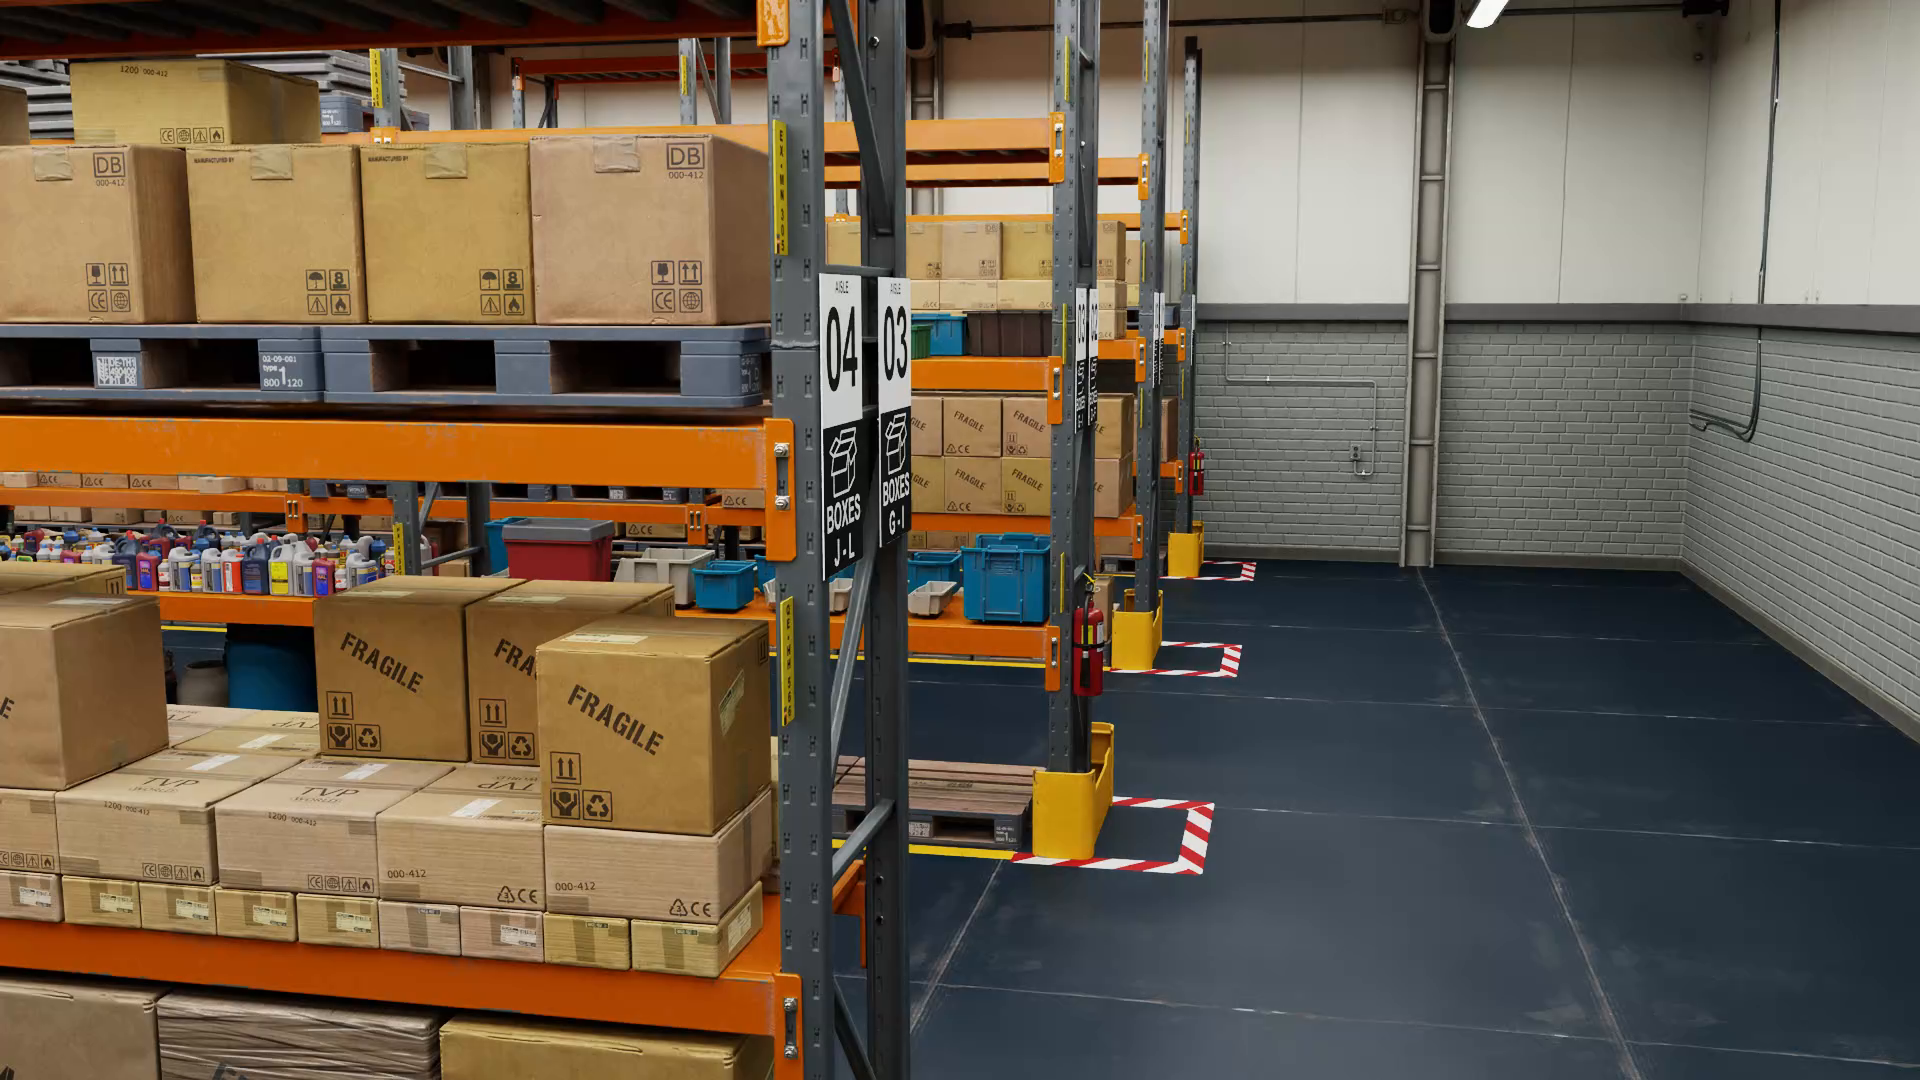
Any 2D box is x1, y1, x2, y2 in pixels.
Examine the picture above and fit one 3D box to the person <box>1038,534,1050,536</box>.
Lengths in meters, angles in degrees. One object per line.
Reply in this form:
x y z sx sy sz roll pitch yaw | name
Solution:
1.004 -0.020 16.373 0.472 1.608 0.396 6 10 37 | person
